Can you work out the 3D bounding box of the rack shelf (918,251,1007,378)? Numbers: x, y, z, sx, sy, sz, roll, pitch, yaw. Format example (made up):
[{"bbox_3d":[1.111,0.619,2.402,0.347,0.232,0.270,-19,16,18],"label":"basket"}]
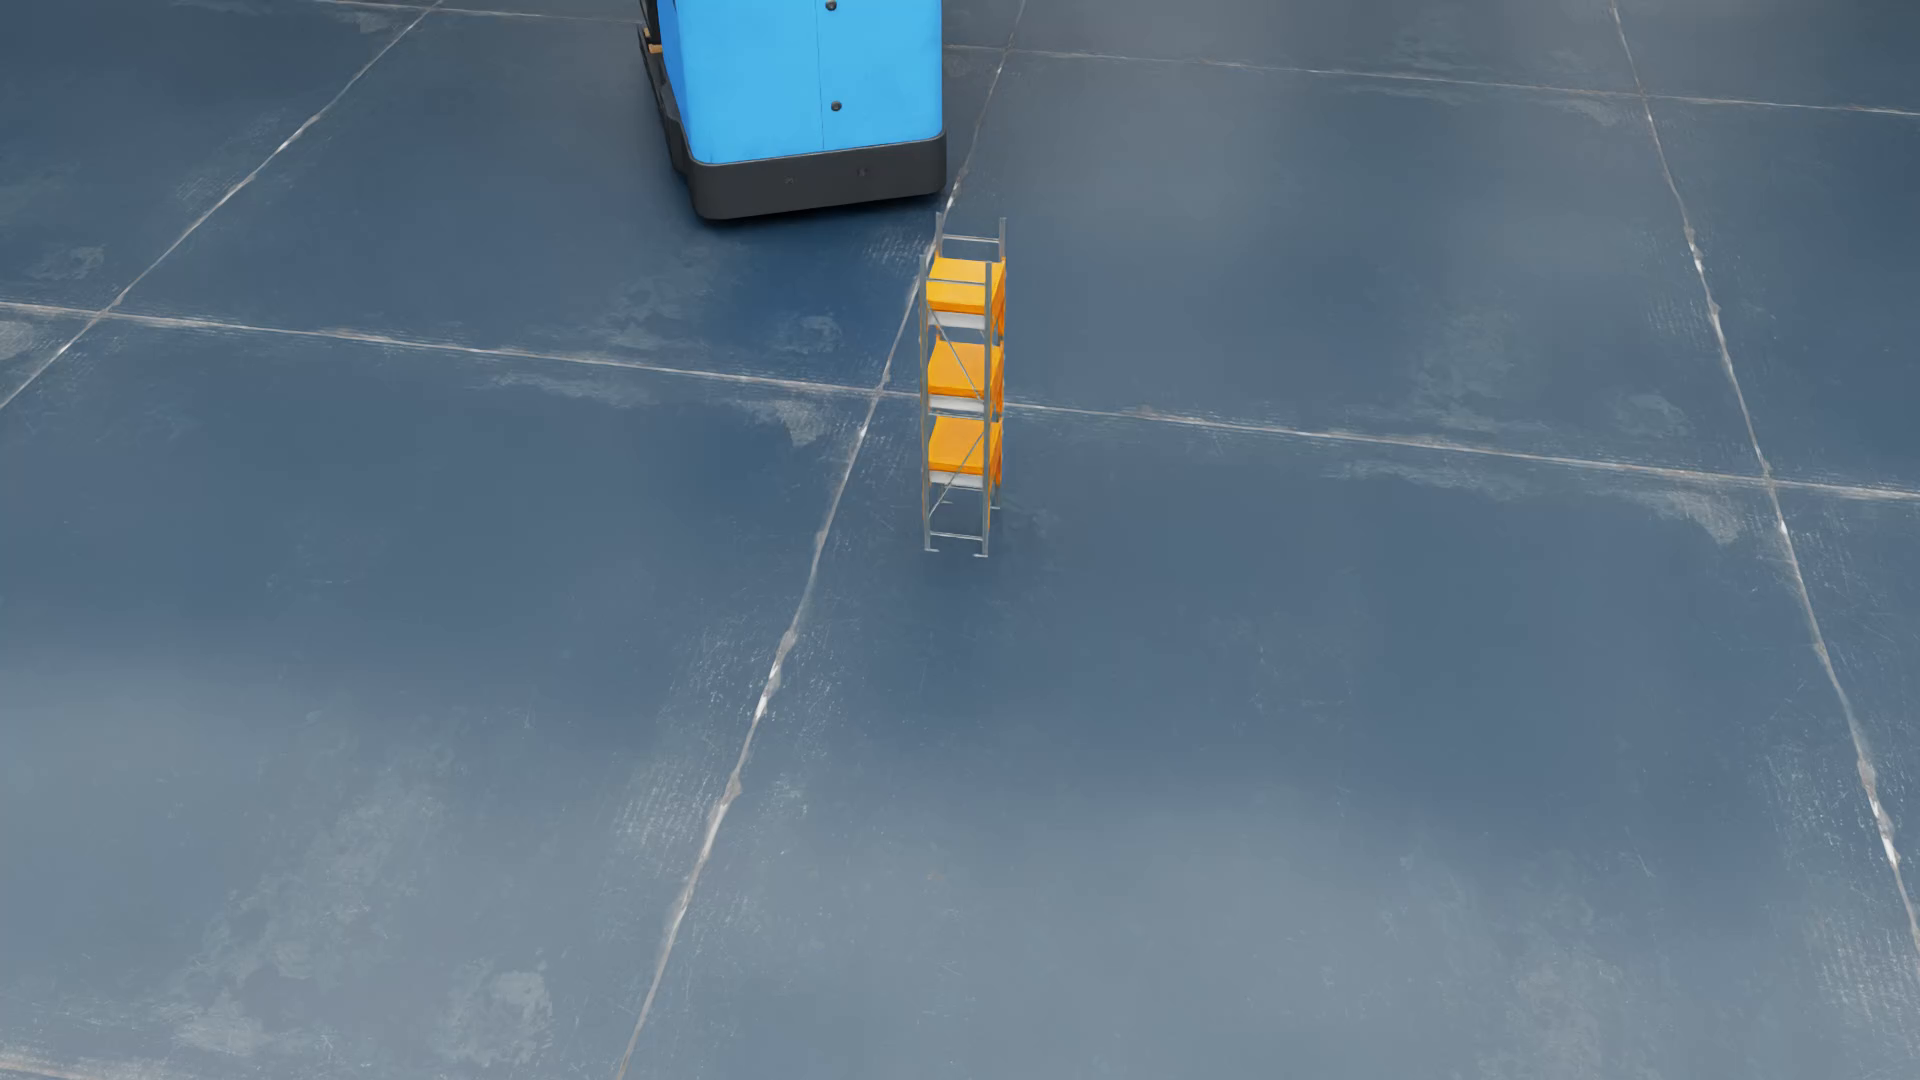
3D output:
[{"bbox_3d":[0.009,-0.649,4.782,0.215,0.259,0.240,6,40,8],"label":"rack shelf"}]

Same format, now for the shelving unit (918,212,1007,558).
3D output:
[{"bbox_3d":[0.009,-0.438,4.956,0.215,1.050,0.252,6,40,8],"label":"shelving unit"}]

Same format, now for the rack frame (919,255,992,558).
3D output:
[{"bbox_3d":[-0.012,-0.362,4.863,0.200,1.050,0.008,6,40,8],"label":"rack frame"}]

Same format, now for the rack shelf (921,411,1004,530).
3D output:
[{"bbox_3d":[0.009,-0.216,5.140,0.215,0.259,0.240,6,40,8],"label":"rack shelf"}]

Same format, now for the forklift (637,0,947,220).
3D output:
[{"bbox_3d":[-0.926,-3.366,7.022,1.130,2.935,3.031,-10,41,-11],"label":"forklift"}]

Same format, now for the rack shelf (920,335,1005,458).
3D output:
[{"bbox_3d":[0.009,-0.430,4.963,0.215,0.259,0.240,6,40,8],"label":"rack shelf"}]

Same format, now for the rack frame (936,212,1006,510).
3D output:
[{"bbox_3d":[0.030,-0.515,5.049,0.200,1.050,0.008,6,40,8],"label":"rack frame"}]
